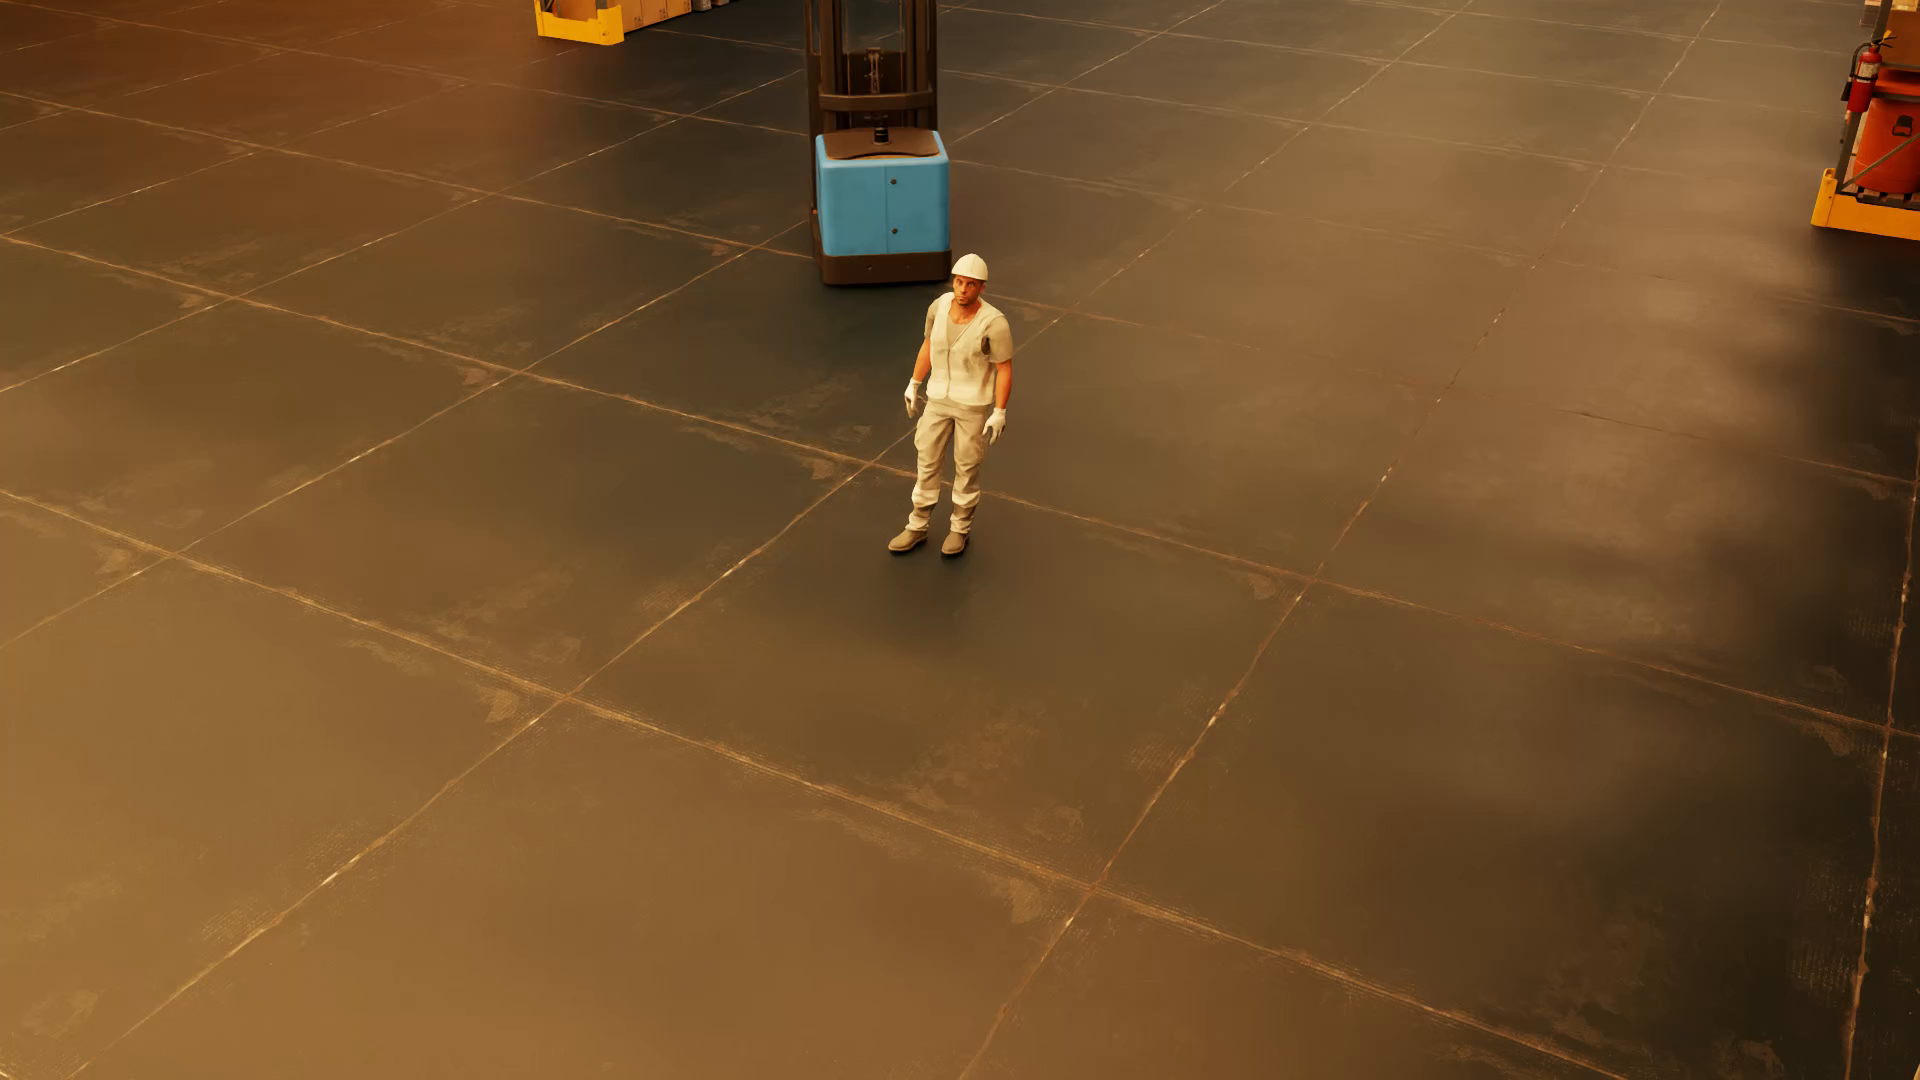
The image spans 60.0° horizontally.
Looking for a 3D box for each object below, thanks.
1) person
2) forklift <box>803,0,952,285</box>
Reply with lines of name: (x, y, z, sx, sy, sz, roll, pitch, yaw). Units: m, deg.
person: (-0.049, -0.749, 9.497, 0.637, 1.787, 0.564, 15, 33, 25)
forklift: (-0.767, -4.046, 14.082, 1.130, 2.935, 3.031, -4, 30, -6)
